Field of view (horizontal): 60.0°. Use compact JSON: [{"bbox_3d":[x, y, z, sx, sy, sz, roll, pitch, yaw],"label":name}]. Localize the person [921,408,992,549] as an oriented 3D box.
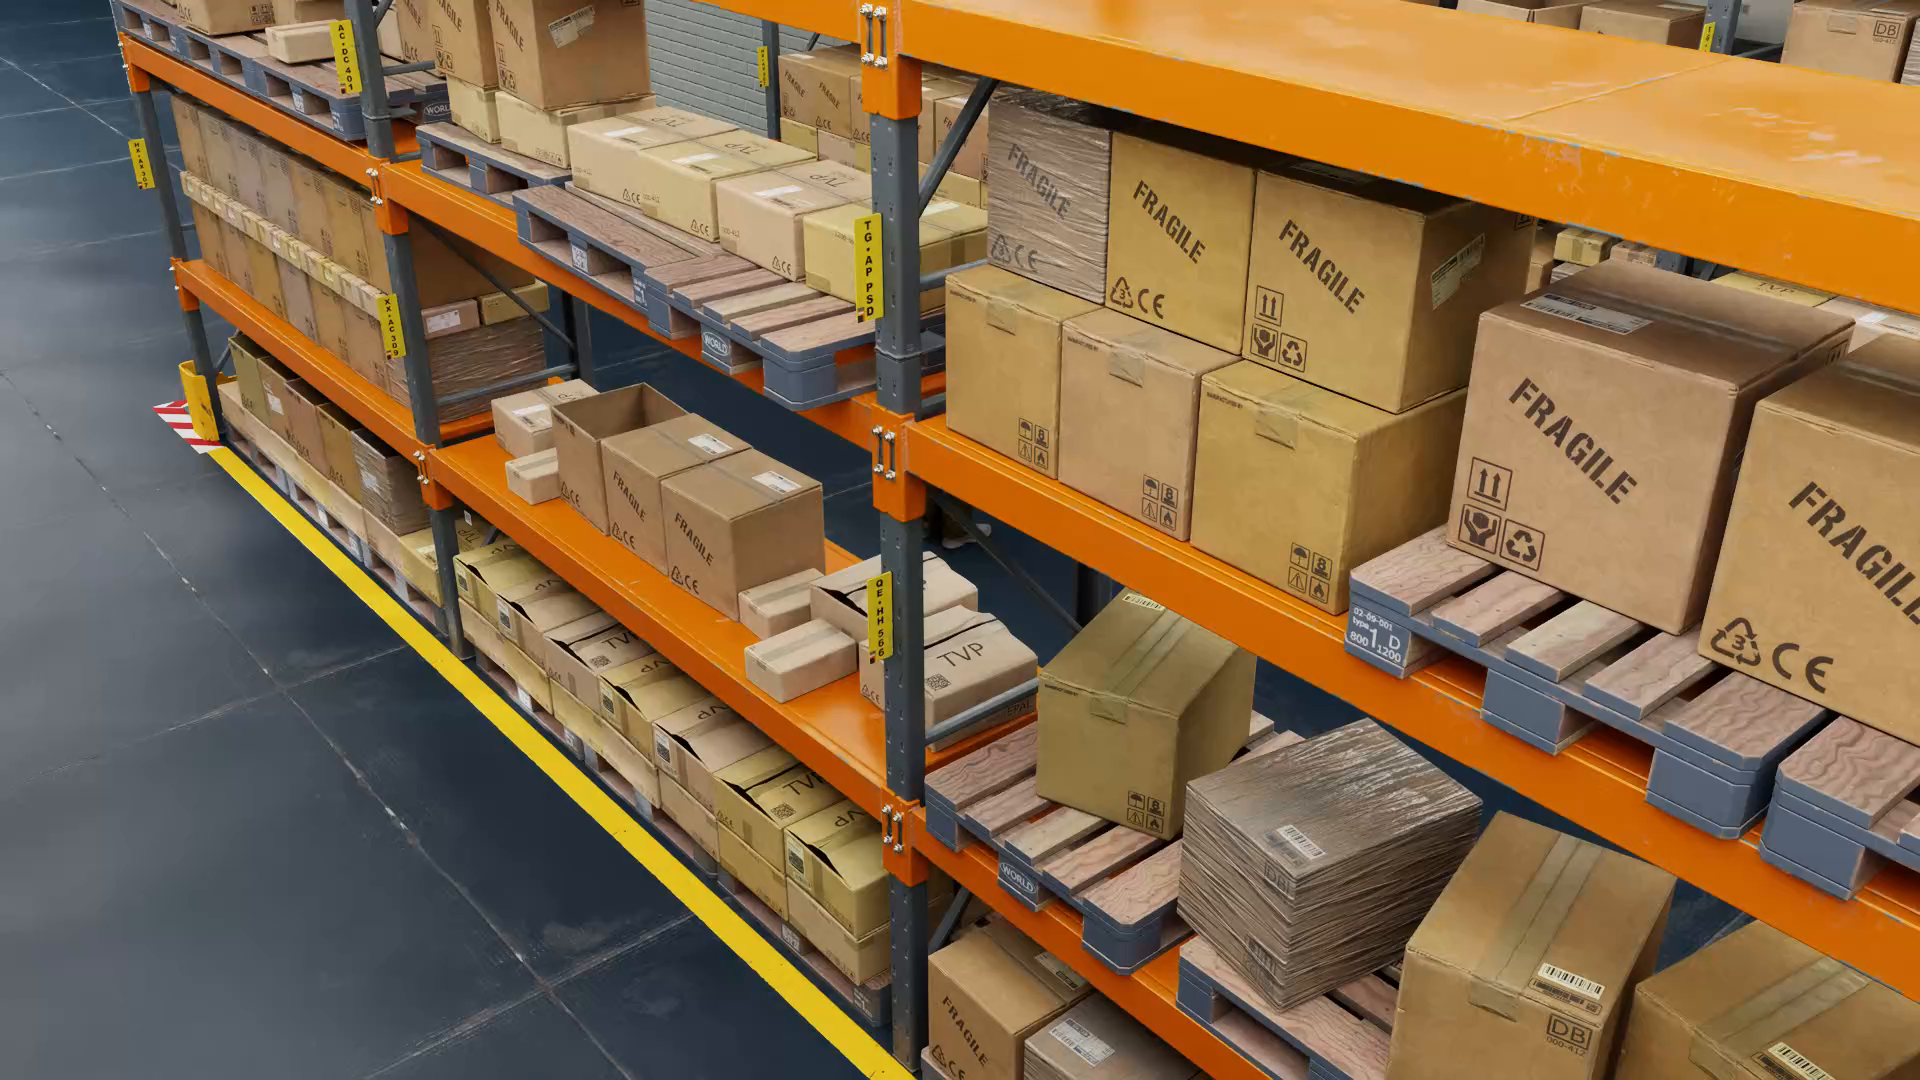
[{"bbox_3d":[-0.031,-0.826,10.209,0.563,1.769,0.527,-21,34,-35],"label":"person"}]
